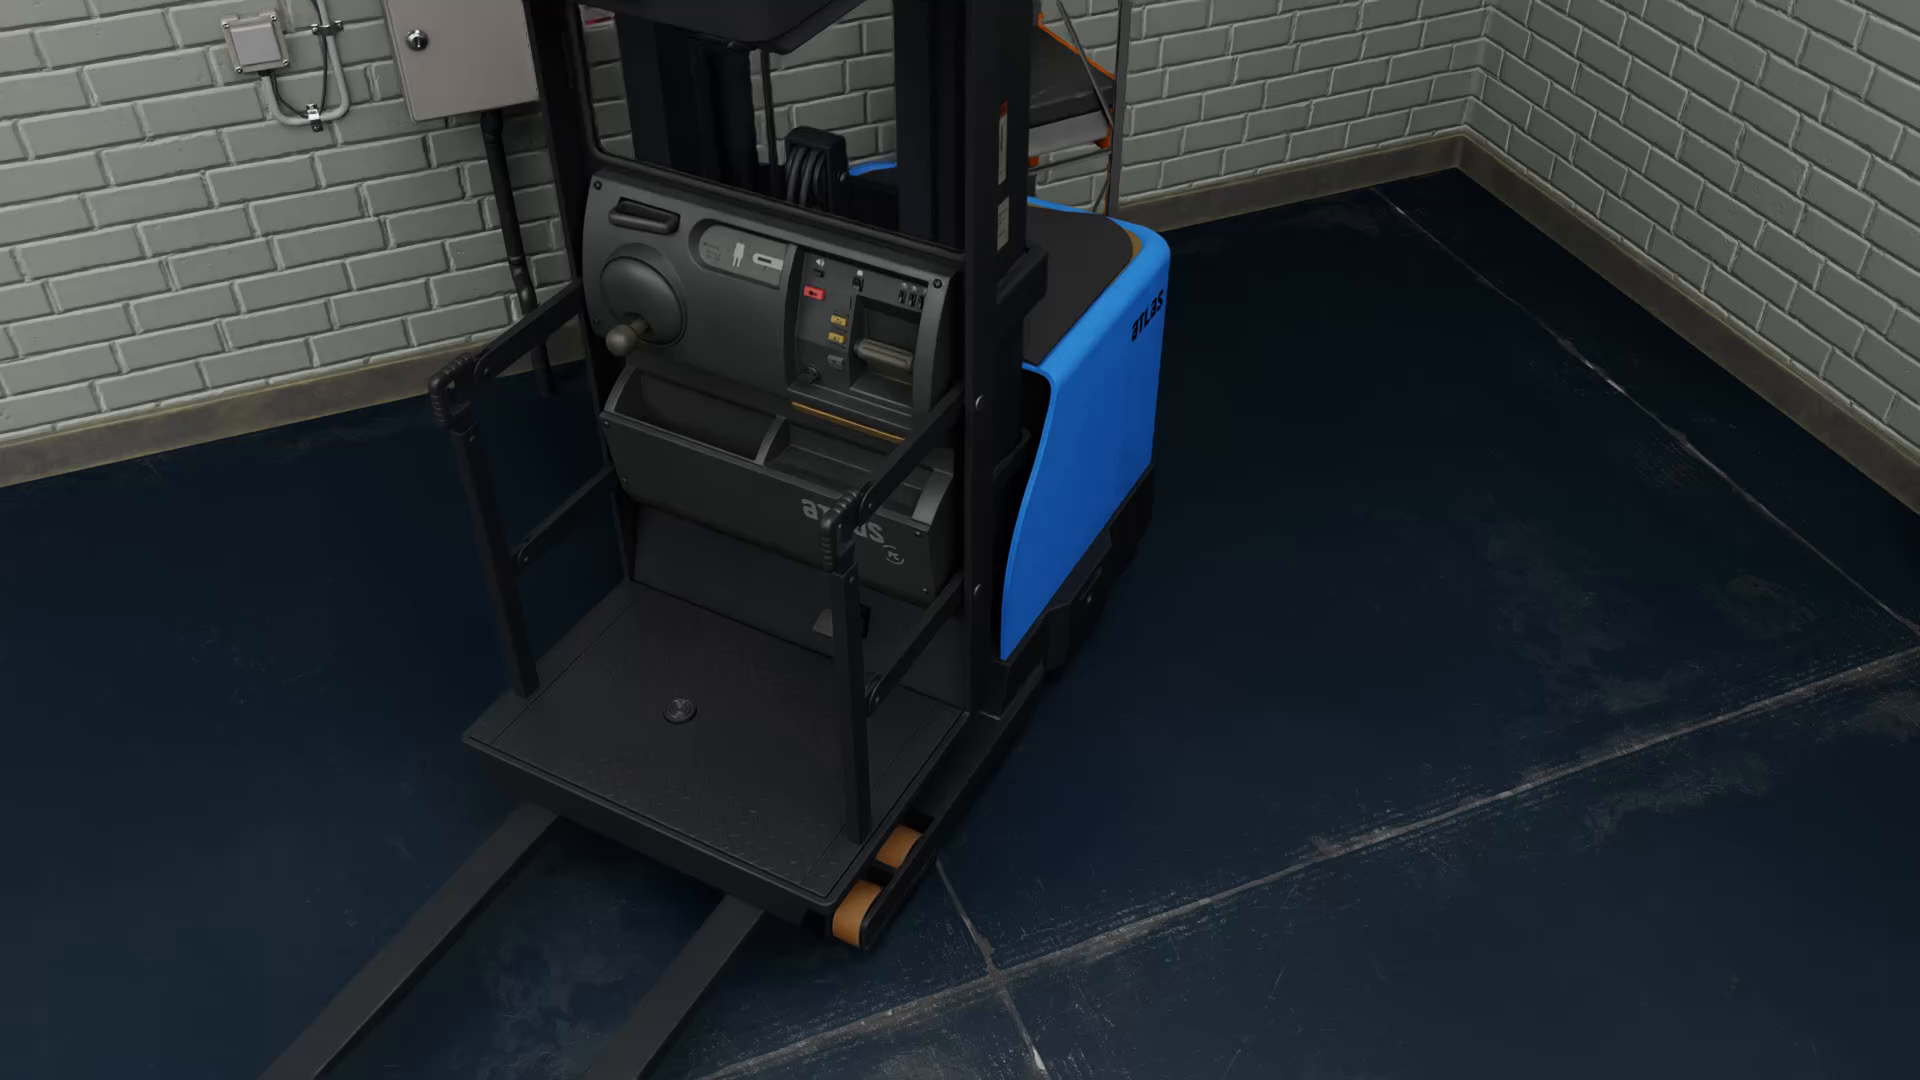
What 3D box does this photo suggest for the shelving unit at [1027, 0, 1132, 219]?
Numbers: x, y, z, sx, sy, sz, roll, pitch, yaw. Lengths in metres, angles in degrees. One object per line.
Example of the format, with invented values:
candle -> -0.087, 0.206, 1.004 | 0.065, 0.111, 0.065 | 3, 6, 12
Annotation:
shelving unit -> 0.191, -1.254, 5.097 | 0.431, 2.100, 0.503 | -20, 44, -21

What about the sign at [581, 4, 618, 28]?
sign -> -1.043, -1.860, 5.185 | 0.329, 0.494, 0.001 | -15, 43, -17

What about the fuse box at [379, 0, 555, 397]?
fuse box -> -1.420, -1.160, 5.286 | 0.539, 1.711, 0.414 | -15, 43, -17

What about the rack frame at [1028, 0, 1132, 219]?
rack frame -> 0.308, -1.114, 4.935 | 0.400, 2.100, 0.015 | -20, 44, -21

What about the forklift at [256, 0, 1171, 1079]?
forklift -> -0.545, -0.453, 3.529 | 1.130, 2.935, 3.031 | 19, 44, 21

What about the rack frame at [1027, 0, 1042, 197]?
rack frame -> 0.074, -1.393, 5.260 | 0.400, 2.100, 0.015 | -20, 44, -21

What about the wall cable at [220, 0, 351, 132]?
wall cable -> -2.111, -1.958, 4.447 | 0.588, 1.984, 0.122 | -15, 43, -17

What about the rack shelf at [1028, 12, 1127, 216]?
rack shelf -> 0.191, -1.243, 5.106 | 0.431, 0.518, 0.480 | -20, 44, -21
